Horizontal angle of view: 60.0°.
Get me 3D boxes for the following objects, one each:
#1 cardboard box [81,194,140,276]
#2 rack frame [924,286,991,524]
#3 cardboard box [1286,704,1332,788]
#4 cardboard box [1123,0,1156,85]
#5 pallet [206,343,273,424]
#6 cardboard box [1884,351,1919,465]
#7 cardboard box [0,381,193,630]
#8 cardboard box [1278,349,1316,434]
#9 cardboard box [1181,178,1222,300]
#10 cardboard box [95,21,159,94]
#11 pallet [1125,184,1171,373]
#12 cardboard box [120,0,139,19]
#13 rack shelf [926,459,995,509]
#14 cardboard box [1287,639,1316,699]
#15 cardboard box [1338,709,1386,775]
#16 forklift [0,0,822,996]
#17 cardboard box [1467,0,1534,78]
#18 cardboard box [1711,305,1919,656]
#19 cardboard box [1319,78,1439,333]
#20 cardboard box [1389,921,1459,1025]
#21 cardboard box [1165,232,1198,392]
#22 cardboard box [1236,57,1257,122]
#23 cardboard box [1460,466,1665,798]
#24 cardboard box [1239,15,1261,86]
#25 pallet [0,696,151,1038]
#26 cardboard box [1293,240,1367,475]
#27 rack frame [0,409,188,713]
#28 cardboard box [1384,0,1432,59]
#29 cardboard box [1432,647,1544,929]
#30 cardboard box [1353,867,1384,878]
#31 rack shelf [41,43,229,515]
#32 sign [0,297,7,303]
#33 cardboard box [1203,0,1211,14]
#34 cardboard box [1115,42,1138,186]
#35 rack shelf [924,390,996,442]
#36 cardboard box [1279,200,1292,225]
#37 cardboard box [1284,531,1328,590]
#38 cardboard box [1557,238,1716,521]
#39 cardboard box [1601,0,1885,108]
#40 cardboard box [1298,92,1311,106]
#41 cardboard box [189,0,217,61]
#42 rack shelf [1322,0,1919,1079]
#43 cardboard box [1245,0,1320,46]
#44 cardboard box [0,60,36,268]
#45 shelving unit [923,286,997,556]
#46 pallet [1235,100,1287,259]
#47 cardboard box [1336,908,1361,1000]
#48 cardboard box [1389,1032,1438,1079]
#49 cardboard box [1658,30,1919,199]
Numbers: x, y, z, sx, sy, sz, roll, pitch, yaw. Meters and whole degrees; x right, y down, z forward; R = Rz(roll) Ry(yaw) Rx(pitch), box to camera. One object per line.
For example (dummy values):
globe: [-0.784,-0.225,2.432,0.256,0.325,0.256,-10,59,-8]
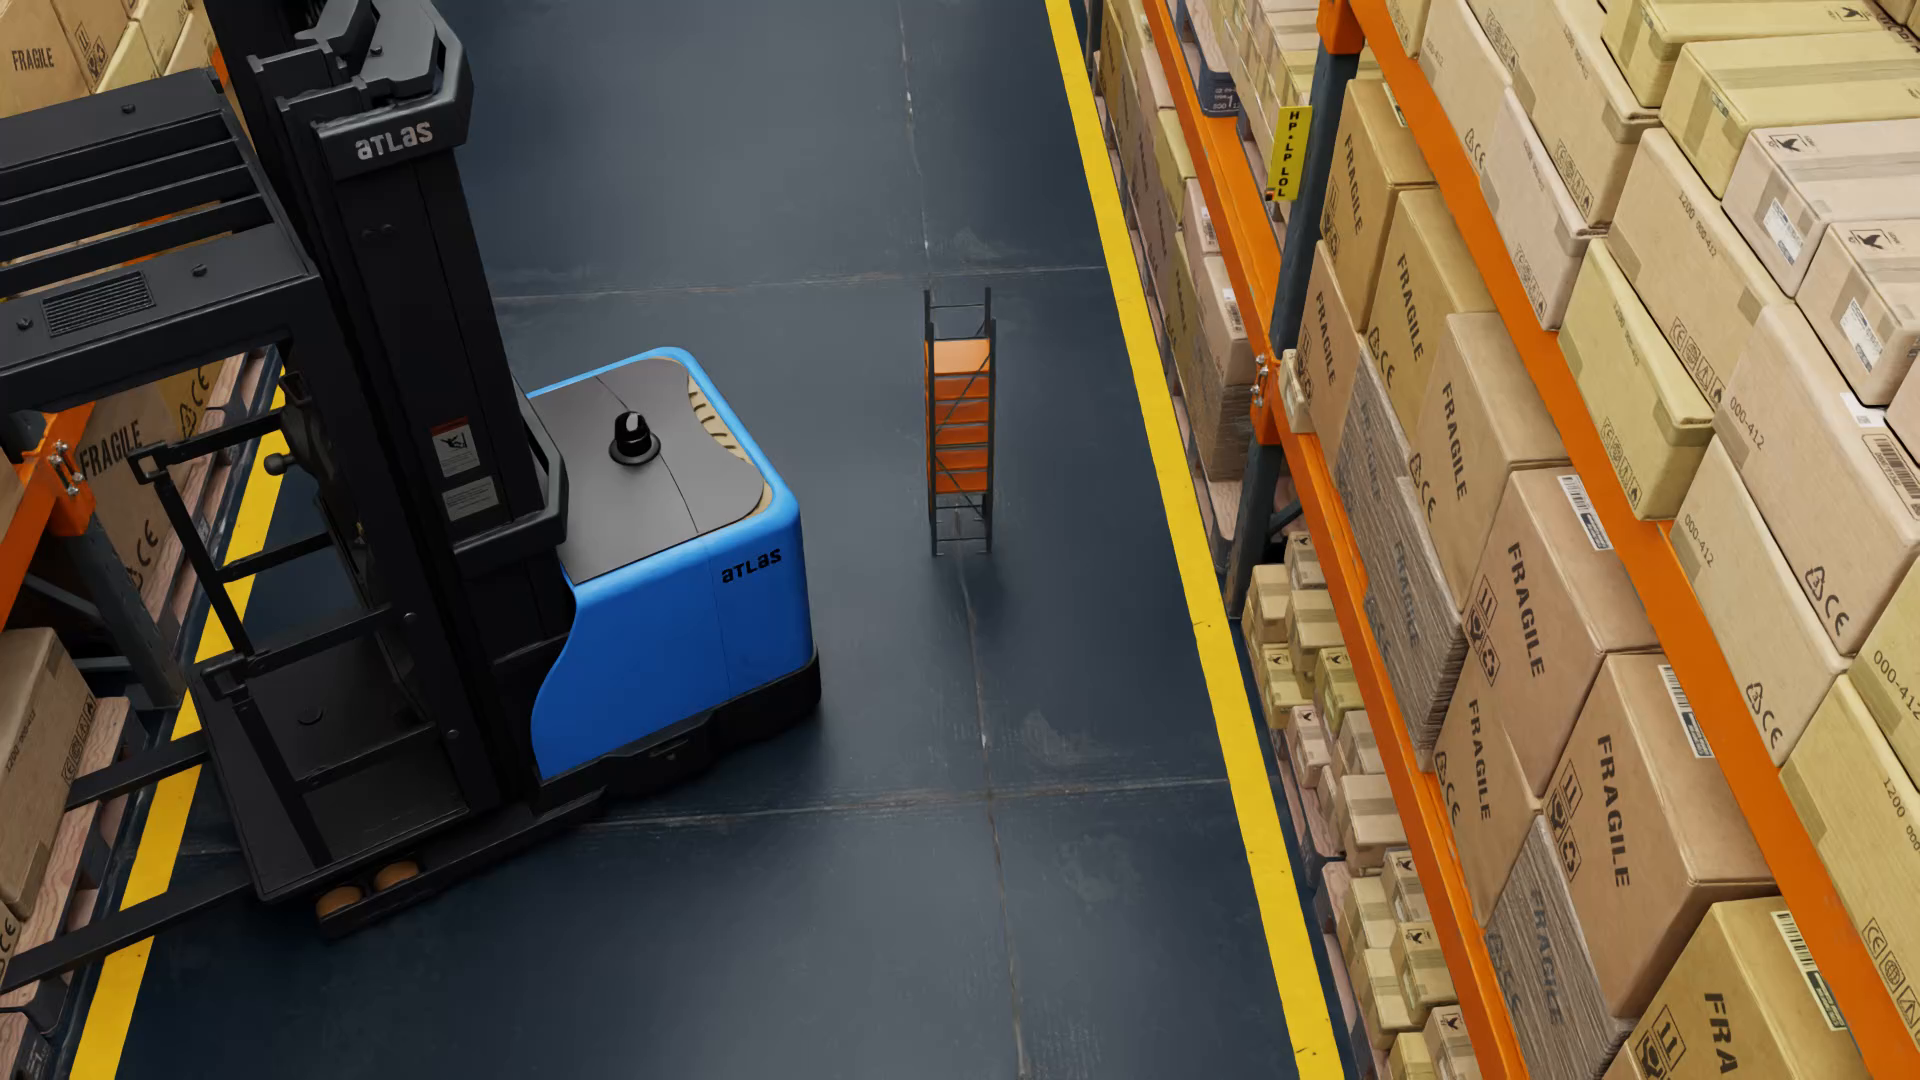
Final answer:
cardboard box: [-3.207,-1.075,5.806,0.500,0.250,0.500,-5,47,-4]
rack frame: [-0.009,-0.489,6.387,0.240,1.200,0.006,-3,47,-3]
cardboard box: [1.341,0.696,5.699,0.380,0.149,0.250,-4,47,-3]
cardboard box: [1.060,-2.348,7.824,0.500,0.250,0.500,-4,47,-4]
pallet: [-3.633,-0.898,7.455,1.003,0.211,1.213,-3,47,-3]
cardboard box: [1.514,-0.151,2.246,0.380,0.149,0.250,-4,47,-4]
cardboard box: [-3.520,-0.276,6.119,0.875,0.875,0.875,-2,47,-2]
cardboard box: [1.234,-0.481,5.313,0.380,0.149,0.250,-2,47,-2]
cardboard box: [1.192,-1.231,6.766,0.500,0.250,0.500,-1,47,-1]
cardboard box: [-3.232,-1.616,5.974,0.500,0.250,0.500,-3,47,-3]
pallet: [1.364,-1.281,7.818,1.003,0.211,1.213,-3,47,-3]
cardboard box: [-3.298,-2.235,6.043,0.500,0.500,0.500,-4,47,-4]
rack shelf: [-0.001,-0.227,6.531,0.258,0.103,0.180,-3,47,-3]
cardboard box: [1.358,0.401,5.774,0.380,0.149,0.250,-3,47,-3]
cardboard box: [1.437,0.671,5.313,0.380,0.149,0.250,-5,47,-4]
forklift: [-2.043,-0.145,4.868,3.031,2.935,1.130,-23,51,-20]
cardboard box: [1.374,-1.220,3.533,0.500,0.250,0.500,-4,47,-3]
cardboard box: [1.494,-0.108,2.480,0.500,0.250,0.500,-3,47,-3]
cardboard box: [1.331,-0.931,4.604,0.500,0.500,0.500,-2,47,-2]
cardboard box: [1.464,1.233,4.781,0.380,0.149,0.250,-3,47,-3]
cardboard box: [1.180,-0.968,7.034,0.500,0.500,0.500,-4,47,-4]
cardboard box: [1.243,-1.675,6.154,0.380,0.149,0.250,-6,47,-5]
cardboard box: [1.442,0.181,3.551,0.500,0.500,0.500,-5,47,-5]
cardboard box: [1.237,-1.796,6.064,0.380,0.149,0.250,-5,47,-5]
pallet: [-3.403,1.096,5.567,1.003,0.211,1.213,-3,47,-3]
cardboard box: [1.326,-0.555,4.936,0.500,0.500,0.500,-4,47,-4]
rack frame: [-3.388,-0.418,5.080,1.000,3.000,0.127,-3,47,-3]
cardboard box: [1.312,-1.421,4.067,0.500,0.250,0.500,-1,47,-1]
cardboard box: [1.455,0.555,3.885,0.500,0.500,0.500,-1,47,-1]
cardboard box: [1.434,0.971,5.234,0.380,0.149,0.250,-2,47,-1]
rack shelf: [-3.556,-1.618,6.712,1.077,0.370,4.000,-3,47,-3]
sign: [-2.835,-0.778,4.770,0.100,0.325,0.005,-3,47,-3]
cardboard box: [1.171,-2.261,6.709,0.380,0.149,0.250,-5,47,-5]
cardboard box: [1.052,-2.080,8.087,0.500,0.500,0.500,-3,47,-3]
rack shelf: [-0.001,-0.475,6.269,0.258,0.103,0.180,-3,47,-3]
cardboard box: [1.305,-1.125,5.634,0.380,0.149,0.250,-4,47,-4]
cardboard box: [1.358,0.101,5.853,0.380,0.149,0.250,-2,47,-2]
cardboard box: [1.427,-0.303,3.008,0.500,0.250,0.500,-2,47,-2]
cardboard box: [1.381,-0.902,2.957,0.380,0.149,0.250,-1,47,-1]
cardboard box: [1.308,-1.333,5.421,0.380,0.149,0.250,-2,47,-1]
cardboard box: [-3.338,-2.177,6.849,0.500,0.250,0.500,-4,47,-4]
rack shelf: [1.703,-0.129,3.236,1.077,0.370,4.000,-3,47,-3]
cardboard box: [1.243,-1.905,5.962,0.380,0.149,0.250,-4,47,-3]
cardboard box: [-3.139,-1.132,4.999,0.500,0.500,0.500,-3,47,-3]
shelving unit: [-0.001,-0.423,6.324,0.258,1.200,0.189,-3,47,-3]
pallet: [1.617,-1.288,6.036,1.003,0.211,1.213,-3,47,-3]
cardboard box: [1.395,1.263,5.162,0.380,0.149,0.250,-5,47,-4]
cardboard box: [1.438,1.535,4.700,0.380,0.149,0.250,-1,47,-1]
cardboard box: [1.416,-0.713,2.778,0.380,0.149,0.250,-5,47,-4]
